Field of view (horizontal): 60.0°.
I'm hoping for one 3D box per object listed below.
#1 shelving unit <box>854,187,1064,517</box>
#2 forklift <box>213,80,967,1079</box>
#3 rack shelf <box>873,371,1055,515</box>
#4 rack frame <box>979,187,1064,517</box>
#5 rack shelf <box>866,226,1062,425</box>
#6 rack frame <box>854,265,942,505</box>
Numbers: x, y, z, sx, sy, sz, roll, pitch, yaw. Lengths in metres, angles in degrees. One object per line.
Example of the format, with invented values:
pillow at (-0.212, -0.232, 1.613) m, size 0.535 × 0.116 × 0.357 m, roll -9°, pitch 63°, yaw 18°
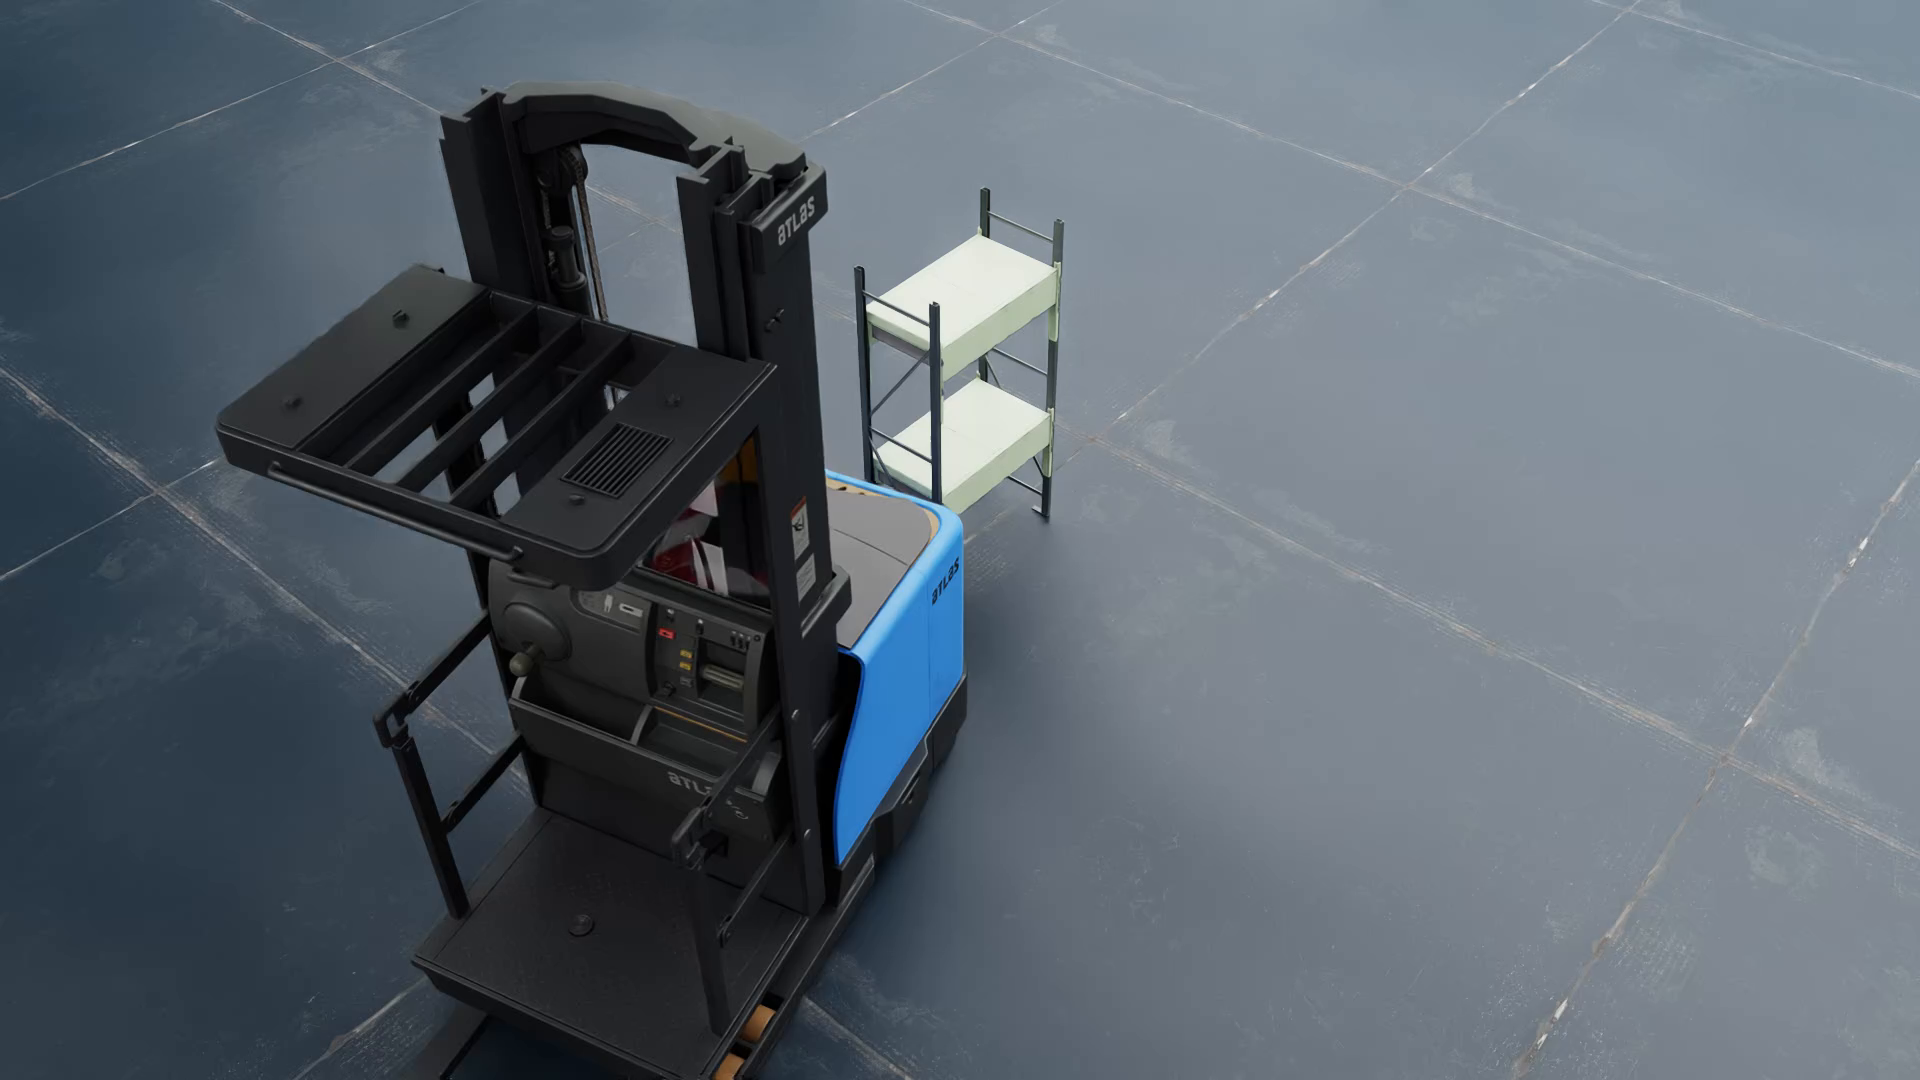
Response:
shelving unit at (0.004, -0.558, 6.749) m, size 0.431 × 1.500 × 0.755 m, roll 29°, pitch 50°, yaw 28°
forklift at (-1.061, 0.368, 4.667) m, size 1.130 × 2.935 × 3.031 m, roll 18°, pitch 45°, yaw 18°
rack shelf at (0.004, -0.317, 6.969) m, size 0.431 × 0.370 × 0.720 m, roll 29°, pitch 50°, yaw 28°
rack frame at (0.240, -0.747, 6.957) m, size 0.400 × 1.500 × 0.023 m, roll 29°, pitch 50°, yaw 28°
rack shelf at (0.004, -0.847, 6.487) m, size 0.431 × 0.370 × 0.720 m, roll 29°, pitch 50°, yaw 28°
rack frame at (-0.231, -0.370, 6.542) m, size 0.400 × 1.500 × 0.023 m, roll 29°, pitch 50°, yaw 28°
